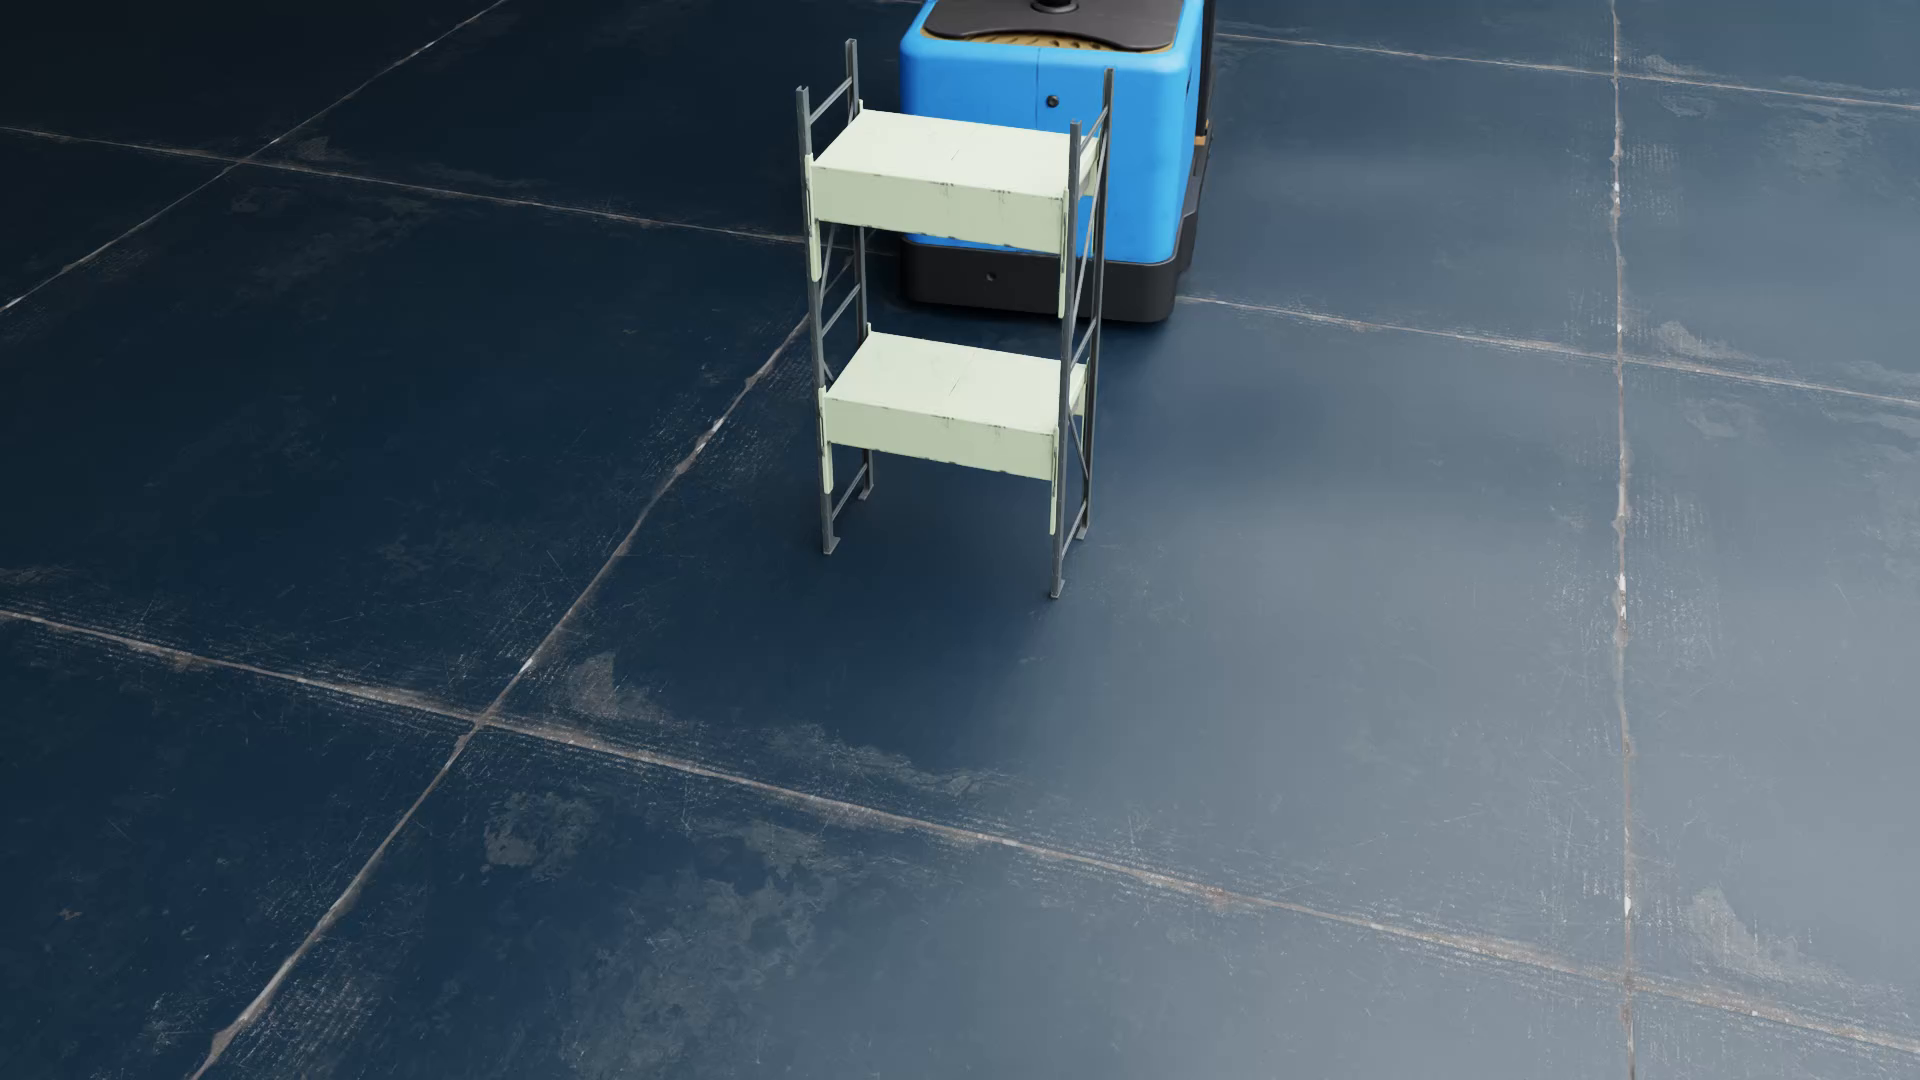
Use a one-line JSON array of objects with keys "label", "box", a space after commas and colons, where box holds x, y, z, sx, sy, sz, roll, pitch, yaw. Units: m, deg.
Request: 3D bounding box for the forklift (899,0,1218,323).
[{"label": "forklift", "box": [0.557, -2.866, 6.671, 1.130, 2.935, 3.031, 7, 37, 9]}]

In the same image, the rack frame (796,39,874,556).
[{"label": "rack frame", "box": [-0.356, -0.670, 4.895, 0.023, 1.500, 0.400, 10, 38, 14]}]

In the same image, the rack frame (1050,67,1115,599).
[{"label": "rack frame", "box": [0.343, -0.541, 4.719, 0.023, 1.500, 0.400, 10, 38, 14]}]

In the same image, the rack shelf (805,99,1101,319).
[{"label": "rack shelf", "box": [-0.006, -0.919, 4.576, 0.720, 0.370, 0.431, 10, 38, 14]}]

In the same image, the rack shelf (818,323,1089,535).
[{"label": "rack shelf", "box": [-0.006, -0.343, 5.000, 0.720, 0.370, 0.431, 10, 38, 14]}]

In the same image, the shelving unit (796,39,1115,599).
[{"label": "shelving unit", "box": [-0.006, -0.605, 4.807, 0.755, 1.500, 0.431, 10, 38, 14]}]
